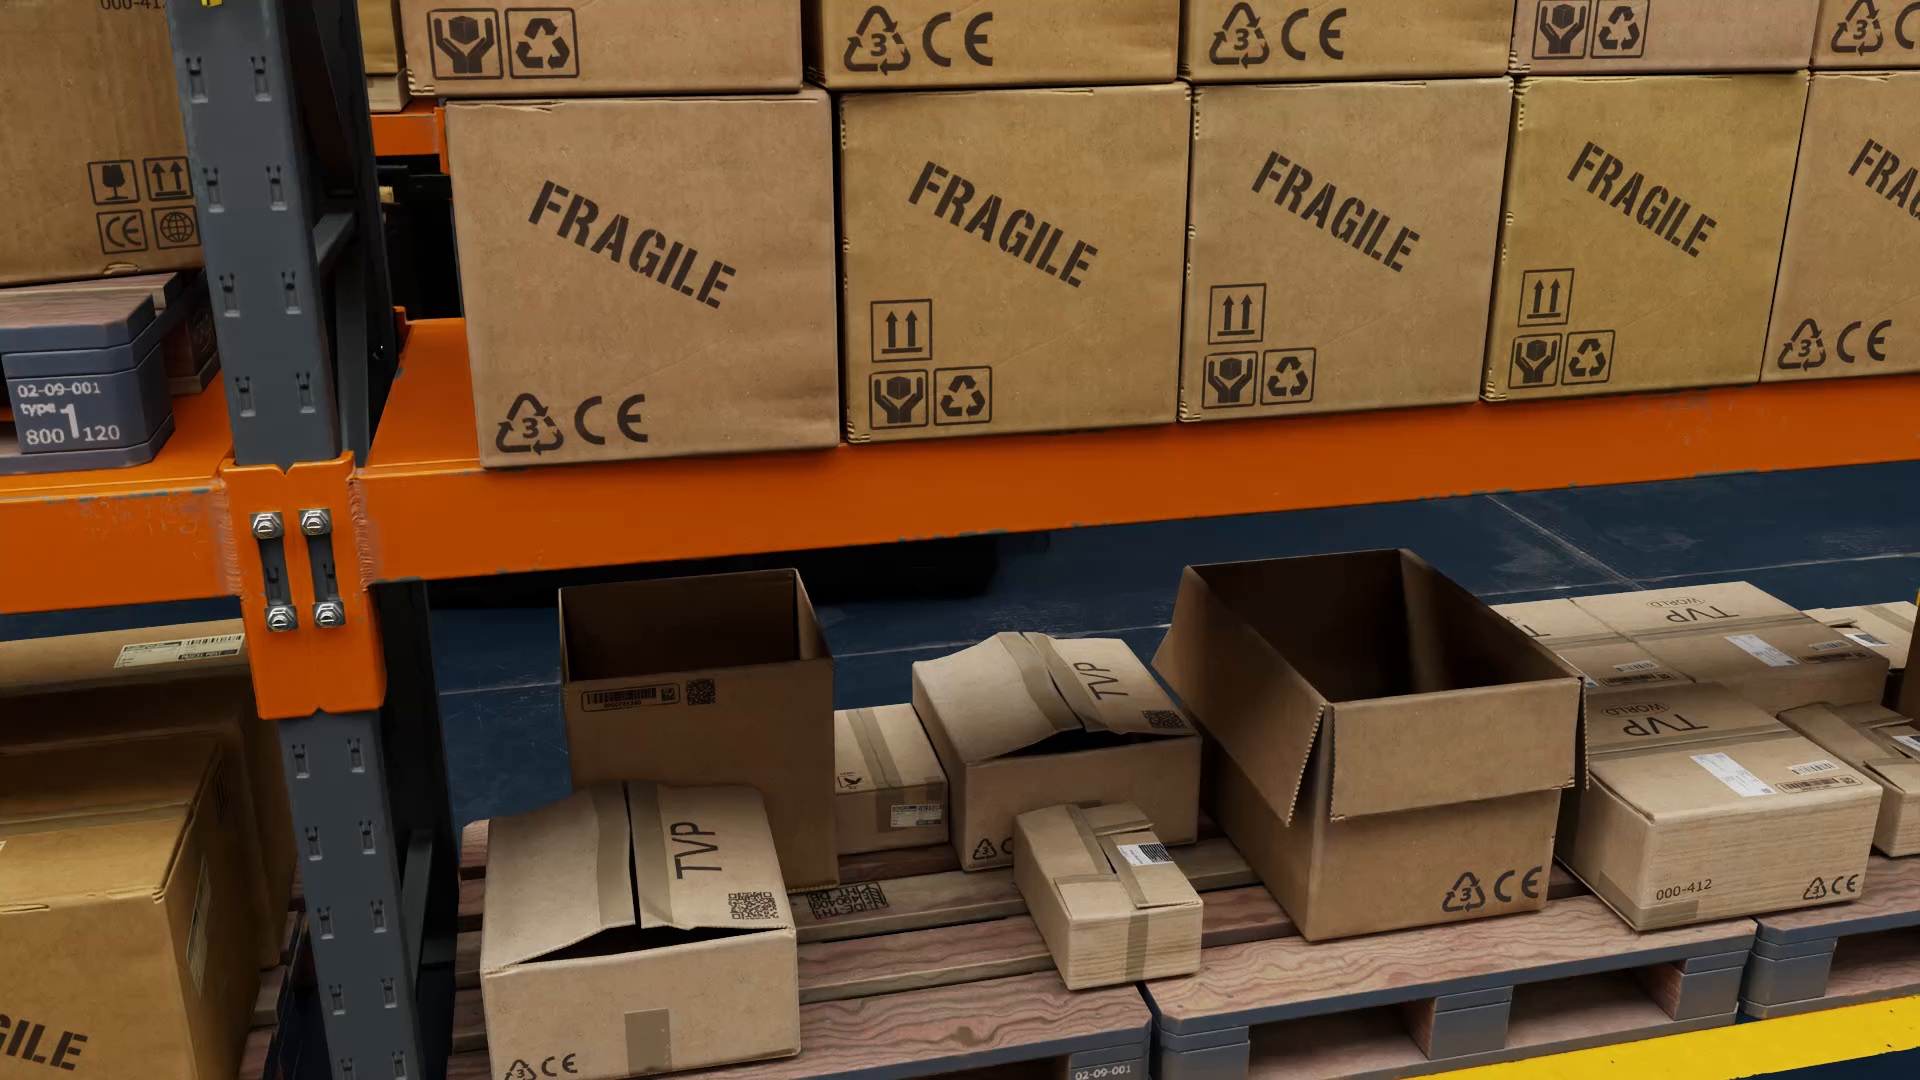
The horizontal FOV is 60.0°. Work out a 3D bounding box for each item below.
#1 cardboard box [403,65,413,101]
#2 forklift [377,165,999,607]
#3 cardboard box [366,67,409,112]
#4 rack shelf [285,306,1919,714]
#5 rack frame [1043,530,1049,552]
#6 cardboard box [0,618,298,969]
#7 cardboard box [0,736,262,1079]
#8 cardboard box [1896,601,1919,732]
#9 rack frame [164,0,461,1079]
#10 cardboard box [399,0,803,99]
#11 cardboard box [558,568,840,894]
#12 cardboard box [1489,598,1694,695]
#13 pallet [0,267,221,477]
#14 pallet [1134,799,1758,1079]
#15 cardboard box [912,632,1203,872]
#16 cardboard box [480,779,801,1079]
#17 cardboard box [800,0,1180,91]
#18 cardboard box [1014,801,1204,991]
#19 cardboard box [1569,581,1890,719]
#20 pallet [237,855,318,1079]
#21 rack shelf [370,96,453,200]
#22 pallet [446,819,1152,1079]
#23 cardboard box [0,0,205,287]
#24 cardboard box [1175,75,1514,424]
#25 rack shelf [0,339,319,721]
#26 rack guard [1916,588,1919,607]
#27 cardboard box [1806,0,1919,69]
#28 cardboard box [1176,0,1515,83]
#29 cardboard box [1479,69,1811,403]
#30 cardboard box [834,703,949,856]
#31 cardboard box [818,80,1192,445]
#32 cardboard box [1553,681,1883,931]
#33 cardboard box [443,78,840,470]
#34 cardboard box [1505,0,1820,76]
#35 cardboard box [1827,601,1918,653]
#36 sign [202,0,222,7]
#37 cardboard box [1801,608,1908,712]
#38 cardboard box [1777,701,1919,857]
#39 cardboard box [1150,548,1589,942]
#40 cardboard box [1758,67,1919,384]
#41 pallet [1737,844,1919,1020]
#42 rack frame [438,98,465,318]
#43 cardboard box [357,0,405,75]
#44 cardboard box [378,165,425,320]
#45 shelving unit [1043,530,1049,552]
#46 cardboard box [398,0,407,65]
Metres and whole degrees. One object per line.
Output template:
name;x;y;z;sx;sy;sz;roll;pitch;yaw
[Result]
cardboard box;-2.541;-2.024;7.315;0.250;0.149;0.380;-5;21;-14
forklift;-1.404;-1.352;5.243;3.031;2.935;1.130;-1;20;-2
cardboard box;-2.433;-1.862;6.874;0.250;0.149;0.380;-4;21;-12
rack shelf;0.920;-0.255;3.196;4.000;0.370;1.077;-5;21;-12
rack frame;0.299;-0.564;5.610;0.006;1.200;0.240;-1;20;-2
cardboard box;-1.553;0.489;3.113;0.500;0.500;0.500;-6;21;-15
cardboard box;-1.440;0.667;2.626;0.500;0.500;0.500;-5;21;-13
cardboard box;2.394;0.341;3.516;0.500;0.500;0.500;-5;21;-12
rack frame;-1.026;-0.435;2.640;0.127;3.000;1.000;-5;21;-12
cardboard box;-0.503;-0.894;2.296;0.500;0.500;0.500;-4;21;-11
cardboard box;-0.537;0.392;3.377;0.500;0.500;0.500;-5;21;-12
cardboard box;1.299;0.360;3.828;0.500;0.250;0.500;-5;21;-12
pallet;-1.829;-0.318;2.601;1.213;0.211;1.003;-5;21;-12
pallet;0.832;0.723;3.535;1.213;0.211;1.003;-5;21;-12
cardboard box;0.193;0.422;3.572;0.500;0.311;0.500;-5;21;-12
cardboard box;-0.568;0.660;2.920;0.500;0.311;0.500;-5;21;-12
cardboard box;-0.001;-0.935;2.408;0.500;0.500;0.500;-5;21;-14
cardboard box;0.272;0.656;3.141;0.250;0.166;0.380;-5;21;-12
cardboard box;1.786;0.321;3.936;0.500;0.250;0.500;-5;21;-12
pallet;-1.809;0.952;2.910;1.213;0.211;1.003;-5;21;-12
rack shelf;-4.116;-1.596;6.858;4.000;0.370;1.077;-5;21;-12
pallet;-0.357;0.821;3.268;1.213;0.211;1.003;-5;21;-12
cardboard box;-1.538;-0.716;2.653;0.500;0.500;0.700;-13;24;-31
cardboard box;0.518;-0.511;2.704;0.500;0.500;0.500;-5;21;-13
rack shelf;-2.972;0.061;2.332;4.000;0.370;1.077;-5;21;-12
rack guard;2.793;0.428;3.918;0.348;0.500;1.175;-5;21;-12
cardboard box;1.502;-1.058;2.742;0.500;0.500;0.500;-4;21;-11
cardboard box;0.500;-0.976;2.518;0.500;0.500;0.500;-5;21;-14
cardboard box;1.012;-0.552;2.815;0.500;0.500;0.500;-5;21;-13
cardboard box;-0.186;0.508;3.573;0.250;0.149;0.380;-5;21;-12
cardboard box;0.030;-0.472;2.598;0.500;0.500;0.500;-4;21;-12
cardboard box;1.463;0.524;3.382;0.500;0.250;0.500;-5;21;-12
cardboard box;-0.467;-0.431;2.484;0.500;0.500;0.500;-4;21;-11
cardboard box;1.002;-1.017;2.631;0.500;0.500;0.500;-4;20;-11
cardboard box;2.380;0.299;4.143;0.250;0.149;0.380;-5;21;-12
sign;-0.895;-0.793;1.935;0.005;0.325;0.100;-5;21;-12
cardboard box;2.137;0.310;4.086;0.250;0.166;0.380;-5;21;-12
cardboard box;1.979;0.500;3.569;0.250;0.166;0.380;-5;21;-12
cardboard box;0.801;0.380;3.405;0.637;0.503;0.797;-5;21;-12
cardboard box;1.503;-0.592;2.924;0.500;0.500;0.500;-4;21;-12
pallet;2.017;0.628;3.795;1.213;0.211;1.003;-5;21;-12
rack frame;-2.169;-2.093;7.166;0.127;3.000;1.000;-5;21;-12
cardboard box;-2.561;-2.168;6.764;0.500;0.500;0.500;-5;21;-13
cardboard box;-2.772;-1.185;7.204;0.750;0.750;0.750;-4;21;-12
shelving unit;0.207;-0.563;5.607;0.189;1.200;0.258;-1;20;-2
cardboard box;-2.675;-2.337;7.225;0.500;0.500;0.500;-5;21;-14
